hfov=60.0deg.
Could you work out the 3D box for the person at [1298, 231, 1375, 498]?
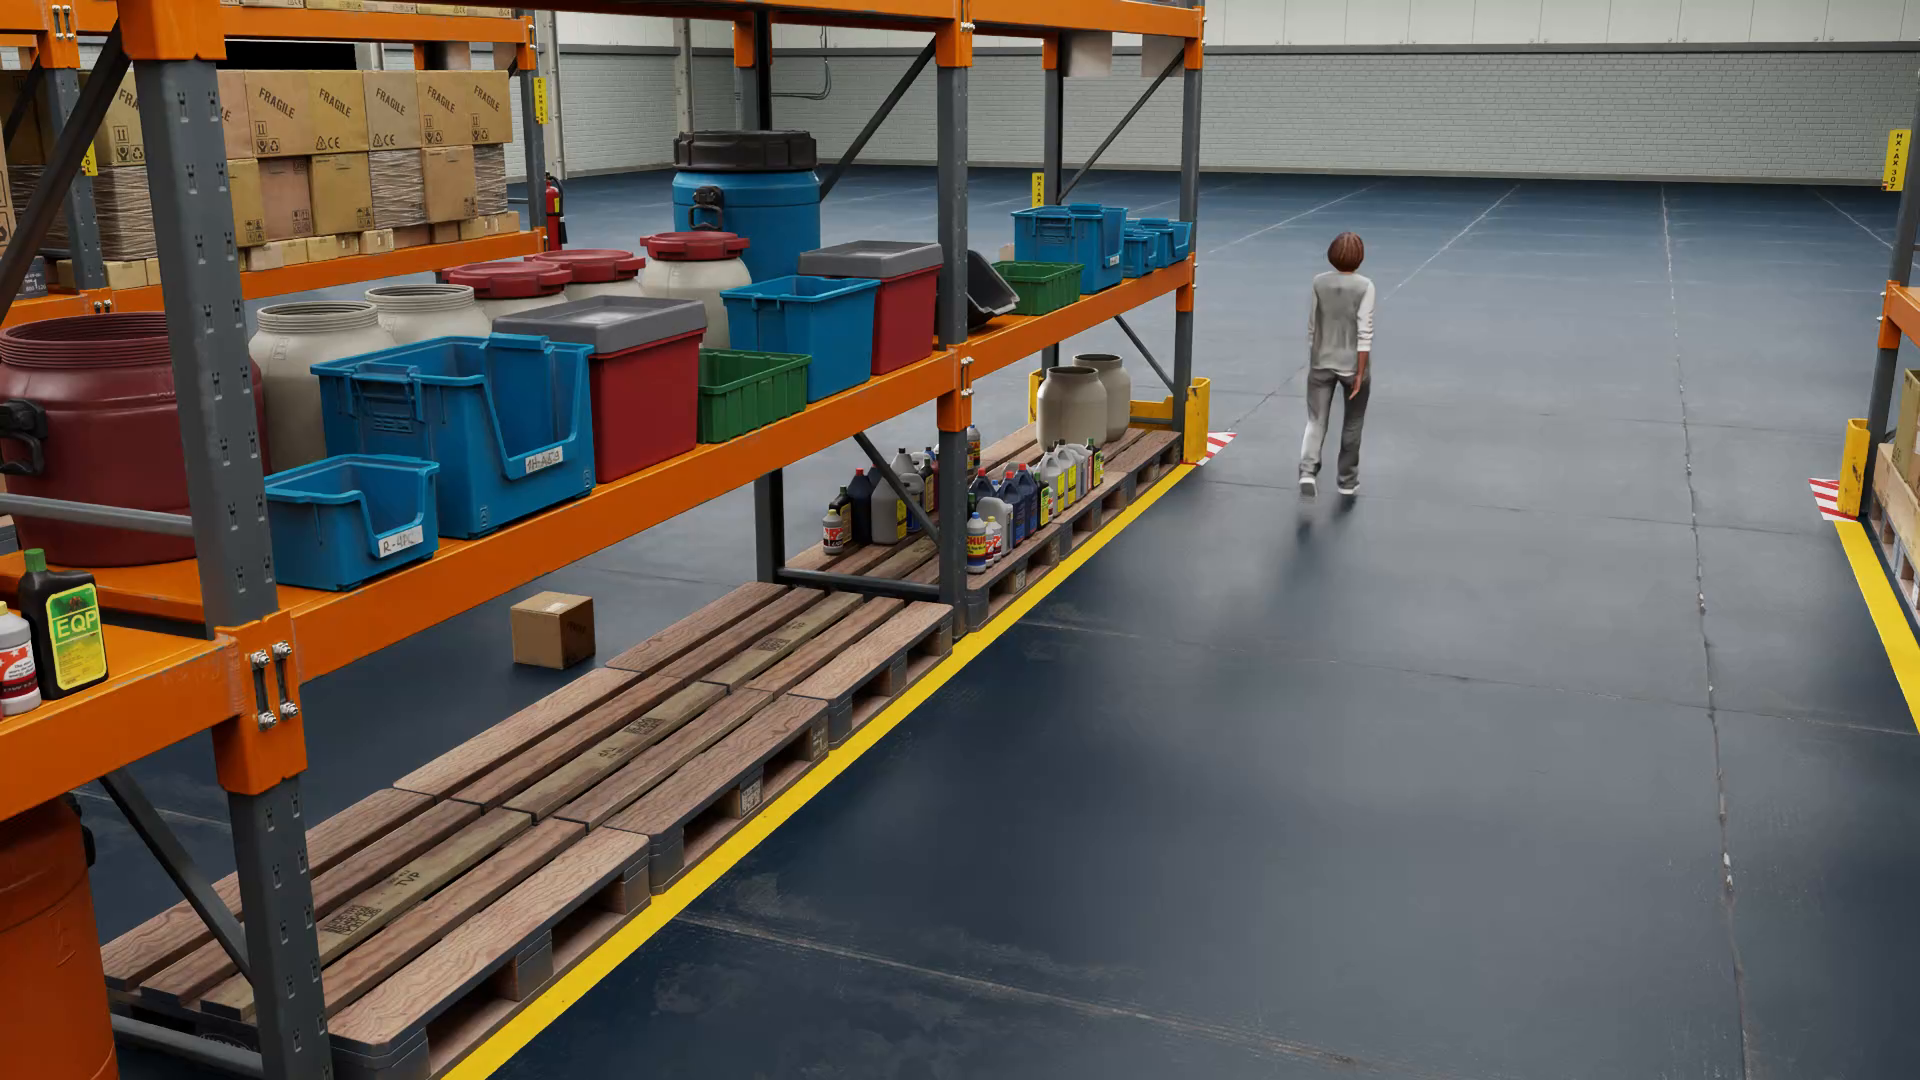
[{"bbox_3d":[2.160,-0.983,9.522,0.398,1.556,0.857,7,17,22],"label":"person"}]
